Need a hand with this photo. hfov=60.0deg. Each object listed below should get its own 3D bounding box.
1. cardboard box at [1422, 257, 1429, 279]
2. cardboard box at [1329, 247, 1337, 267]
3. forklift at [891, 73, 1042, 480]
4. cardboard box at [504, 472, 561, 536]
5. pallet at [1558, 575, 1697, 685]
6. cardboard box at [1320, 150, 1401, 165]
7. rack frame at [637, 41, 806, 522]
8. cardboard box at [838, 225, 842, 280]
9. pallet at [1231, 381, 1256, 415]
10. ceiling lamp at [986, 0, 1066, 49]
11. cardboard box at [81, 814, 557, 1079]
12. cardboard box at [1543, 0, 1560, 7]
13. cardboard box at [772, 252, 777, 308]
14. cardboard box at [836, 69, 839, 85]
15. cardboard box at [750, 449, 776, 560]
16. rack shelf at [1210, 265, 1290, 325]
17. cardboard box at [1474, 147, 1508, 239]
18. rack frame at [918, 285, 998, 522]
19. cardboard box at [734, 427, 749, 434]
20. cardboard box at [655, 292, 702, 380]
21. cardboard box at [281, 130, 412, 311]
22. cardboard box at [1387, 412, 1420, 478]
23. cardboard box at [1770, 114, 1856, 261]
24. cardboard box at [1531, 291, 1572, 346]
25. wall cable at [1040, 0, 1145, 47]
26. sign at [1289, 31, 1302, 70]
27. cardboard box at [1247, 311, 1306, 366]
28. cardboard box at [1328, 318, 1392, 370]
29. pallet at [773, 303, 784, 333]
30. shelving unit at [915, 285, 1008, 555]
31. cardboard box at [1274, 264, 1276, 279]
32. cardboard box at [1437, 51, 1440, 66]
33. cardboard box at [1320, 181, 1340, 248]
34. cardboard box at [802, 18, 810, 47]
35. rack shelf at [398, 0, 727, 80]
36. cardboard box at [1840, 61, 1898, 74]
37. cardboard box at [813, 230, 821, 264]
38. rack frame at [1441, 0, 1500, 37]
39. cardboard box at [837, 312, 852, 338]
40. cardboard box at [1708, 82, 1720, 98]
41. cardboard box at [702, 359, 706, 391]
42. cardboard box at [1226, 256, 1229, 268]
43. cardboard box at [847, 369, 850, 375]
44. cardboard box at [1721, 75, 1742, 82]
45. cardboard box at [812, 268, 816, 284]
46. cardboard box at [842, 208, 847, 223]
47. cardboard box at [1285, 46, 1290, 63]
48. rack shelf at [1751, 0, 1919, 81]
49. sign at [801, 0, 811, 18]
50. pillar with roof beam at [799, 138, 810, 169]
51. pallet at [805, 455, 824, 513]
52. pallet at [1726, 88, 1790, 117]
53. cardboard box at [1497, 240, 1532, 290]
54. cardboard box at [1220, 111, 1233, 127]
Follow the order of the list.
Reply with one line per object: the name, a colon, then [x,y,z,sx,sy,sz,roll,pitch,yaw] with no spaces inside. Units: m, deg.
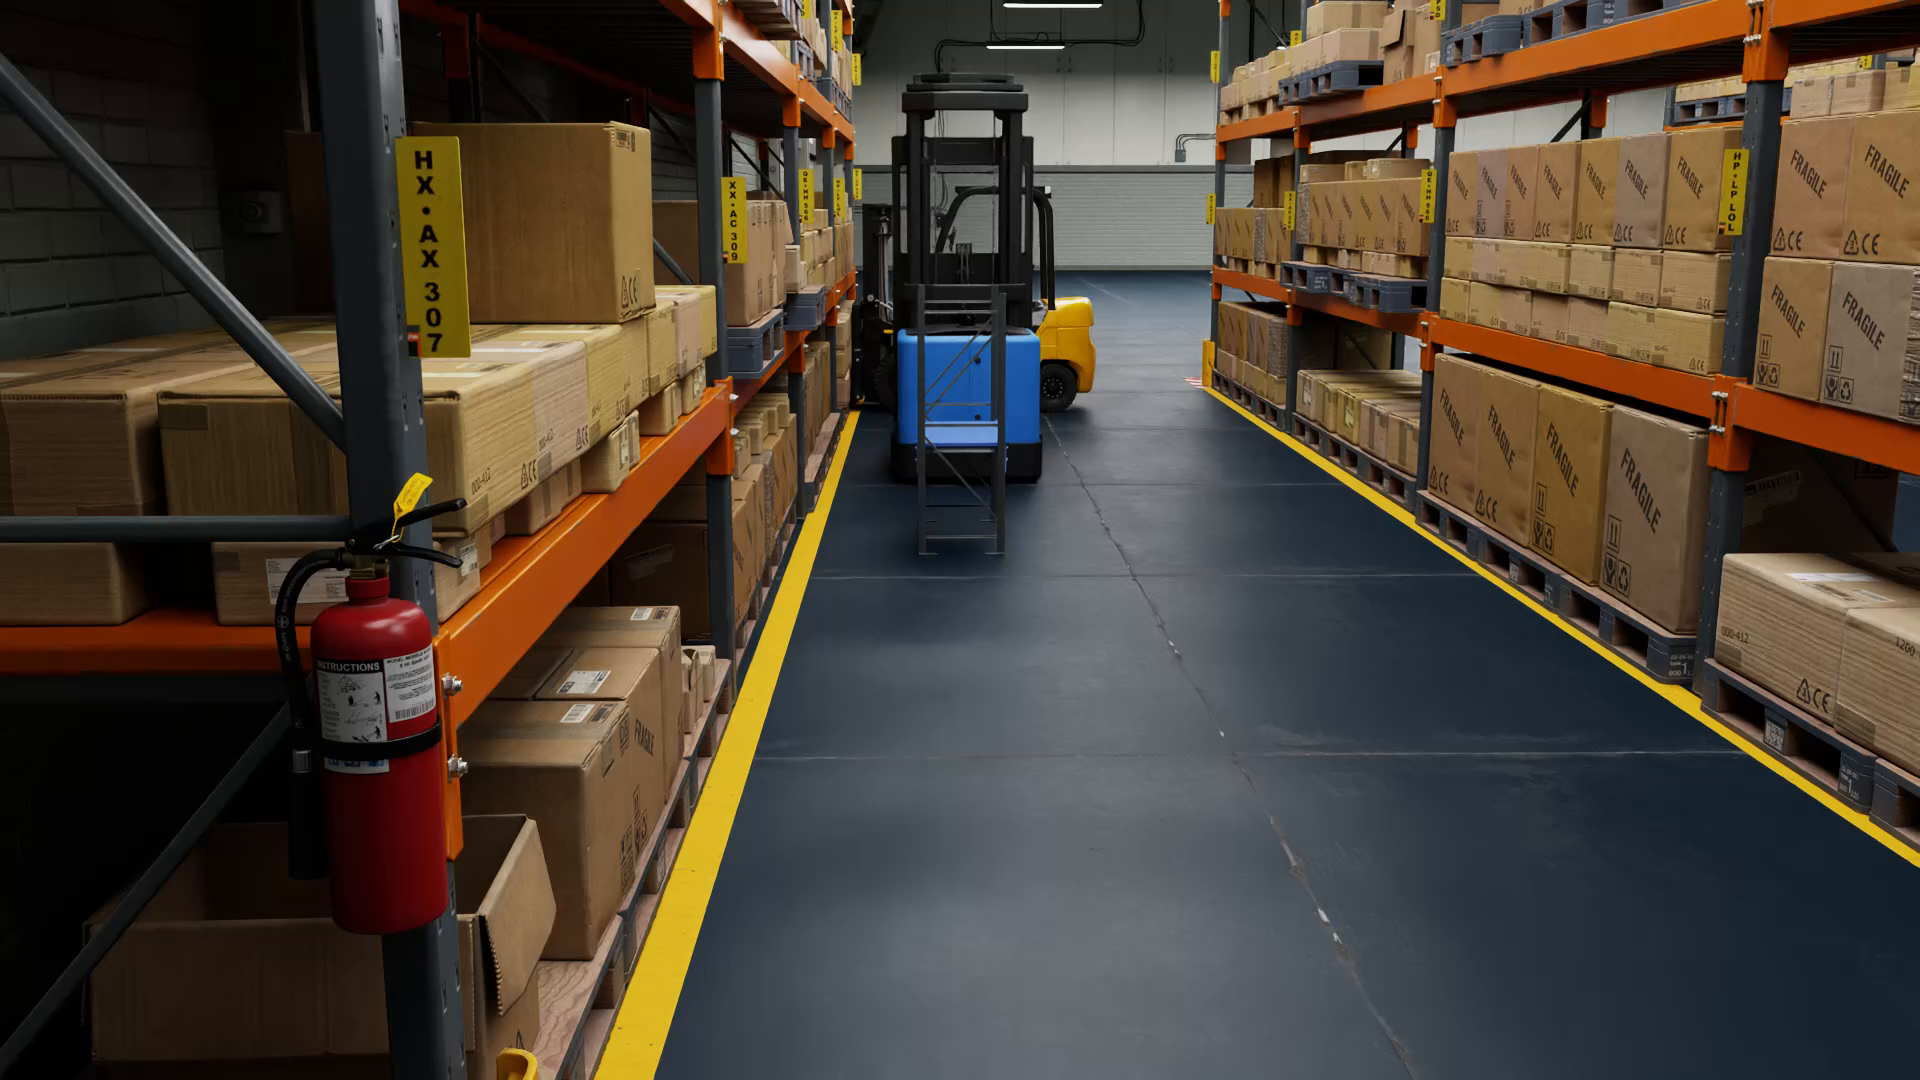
cardboard box: [3.223,-1.767,10.801,0.380,0.149,0.250,0,11,1]
cardboard box: [3.120,-2.230,13.082,0.380,0.149,0.250,0,11,0]
forklift: [0.010,-2.120,13.137,1.130,2.935,3.031,0,11,-2]
cardboard box: [-1.100,-0.105,3.665,0.380,0.149,0.250,0,11,1]
pallet: [3.456,0.388,7.613,1.003,0.211,1.213,0,11,-1]
cardboard box: [3.590,-3.188,14.717,0.700,0.500,0.500,0,11,-2]
rack frame: [-1.498,-1.599,10.397,1.000,3.000,0.127,0,11,-1]
cardboard box: [-1.356,-2.636,15.256,0.500,0.500,0.500,0,11,0]
pallet: [3.305,-1.425,16.553,1.003,0.211,1.213,0,11,-1]
ceiling lamp: [1.659,-14.063,42.063,2.000,3.185,0.800,0,11,-1]
cardboard box: [-1.250,0.887,3.366,0.797,0.503,0.637,-1,11,-3]
cardboard box: [3.675,-3.149,9.185,0.700,0.500,0.500,-1,11,-4]
cardboard box: [-1.060,-1.222,7.818,0.396,0.266,0.258,0,11,2]
cardboard box: [-1.302,-4.239,15.190,0.380,0.149,0.250,0,11,1]
cardboard box: [-1.231,-0.190,8.682,0.500,0.500,0.500,-1,11,-3]
rack shelf: [3.341,-2.460,16.451,1.077,0.370,4.000,0,11,-1]
cardboard box: [3.251,-1.962,9.417,0.500,0.500,0.500,0,11,-1]
rack frame: [-0.012,-0.853,10.492,0.500,1.500,0.032,0,11,-1]
cardboard box: [-1.281,-0.488,8.519,0.380,0.149,0.250,0,11,-1]
cardboard box: [-1.135,-0.676,5.478,0.500,0.250,0.500,0,11,-1]
cardboard box: [-1.650,-0.947,4.924,0.500,0.500,0.500,-1,11,-3]
cardboard box: [3.463,-0.651,11.274,0.950,0.372,0.625,-1,12,-5]
cardboard box: [3.315,-1.268,6.001,0.500,0.500,0.500,0,11,-1]
cardboard box: [3.270,-1.144,8.531,0.500,0.250,0.500,0,11,-1]
wall cable: [3.890,-15.748,48.718,3.097,2.526,0.112,0,11,-1]
sign: [2.840,-4.135,14.052,0.100,0.325,0.005,0,11,-1]
cardboard box: [3.078,-1.960,16.150,0.500,0.500,0.500,0,11,2]
cardboard box: [3.640,-1.759,15.161,0.500,0.500,0.500,0,11,2]
pallet: [-1.453,-1.118,8.510,1.003,0.211,1.213,0,11,-1]
shelving unit: [-0.002,-0.752,9.994,0.538,1.500,1.048,0,11,-1]
cardboard box: [3.140,-2.506,15.499,0.380,0.149,0.250,0,11,-2]
cardboard box: [3.248,-3.029,10.532,0.380,0.149,0.250,0,11,-1]
cardboard box: [3.113,-2.524,12.898,0.500,0.500,0.500,0,11,-1]
cardboard box: [-1.379,-3.618,11.244,0.700,0.500,0.500,0,11,-2]
rack shelf: [-1.374,-1.524,4.291,1.077,0.370,4.000,0,11,-1]
cardboard box: [8.002,-4.129,14.645,0.380,0.149,0.250,0,11,-1]
cardboard box: [-1.300,-2.165,12.305,0.500,0.250,0.500,0,11,0]
rack frame: [3.465,-4.560,9.904,1.000,3.000,0.127,0,11,-1]
cardboard box: [-1.299,-2.040,15.917,0.500,0.250,0.500,0,11,1]
cardboard box: [7.949,-4.632,17.128,0.380,0.149,0.250,0,11,-1]
cardboard box: [-1.156,-0.618,6.195,0.380,0.149,0.250,0,11,0]
cardboard box: [3.100,-3.019,18.027,0.380,0.149,0.250,0,11,-1]
cardboard box: [-1.285,-1.451,15.526,0.500,0.250,0.500,0,11,-2]
cardboard box: [8.023,-4.750,16.704,0.500,0.250,0.500,0,11,-2]
cardboard box: [-1.286,-1.817,11.849,0.500,0.250,0.500,-1,11,-3]
cardboard box: [-1.325,-3.234,16.570,0.380,0.149,0.250,0,11,-1]
cardboard box: [3.075,-4.267,14.627,0.380,0.149,0.250,-1,11,-3]
rack shelf: [3.589,-1.545,4.395,1.077,0.370,4.000,0,11,-1]
sign: [-0.955,-3.324,10.056,0.100,0.325,0.005,0,11,-1]
pillar with roof beam: [1.506,-8.390,28.783,9.100,9.000,0.400,0,11,-1]
pallet: [-1.476,-0.396,11.481,1.003,0.211,1.213,0,11,-1]
pallet: [8.300,-4.287,16.324,1.003,0.211,1.213,0,11,-1]
cardboard box: [3.236,-1.488,8.970,0.500,0.250,0.500,0,11,-1]
cardboard box: [2.982,-4.490,17.735,0.380,0.149,0.250,0,11,-1]
